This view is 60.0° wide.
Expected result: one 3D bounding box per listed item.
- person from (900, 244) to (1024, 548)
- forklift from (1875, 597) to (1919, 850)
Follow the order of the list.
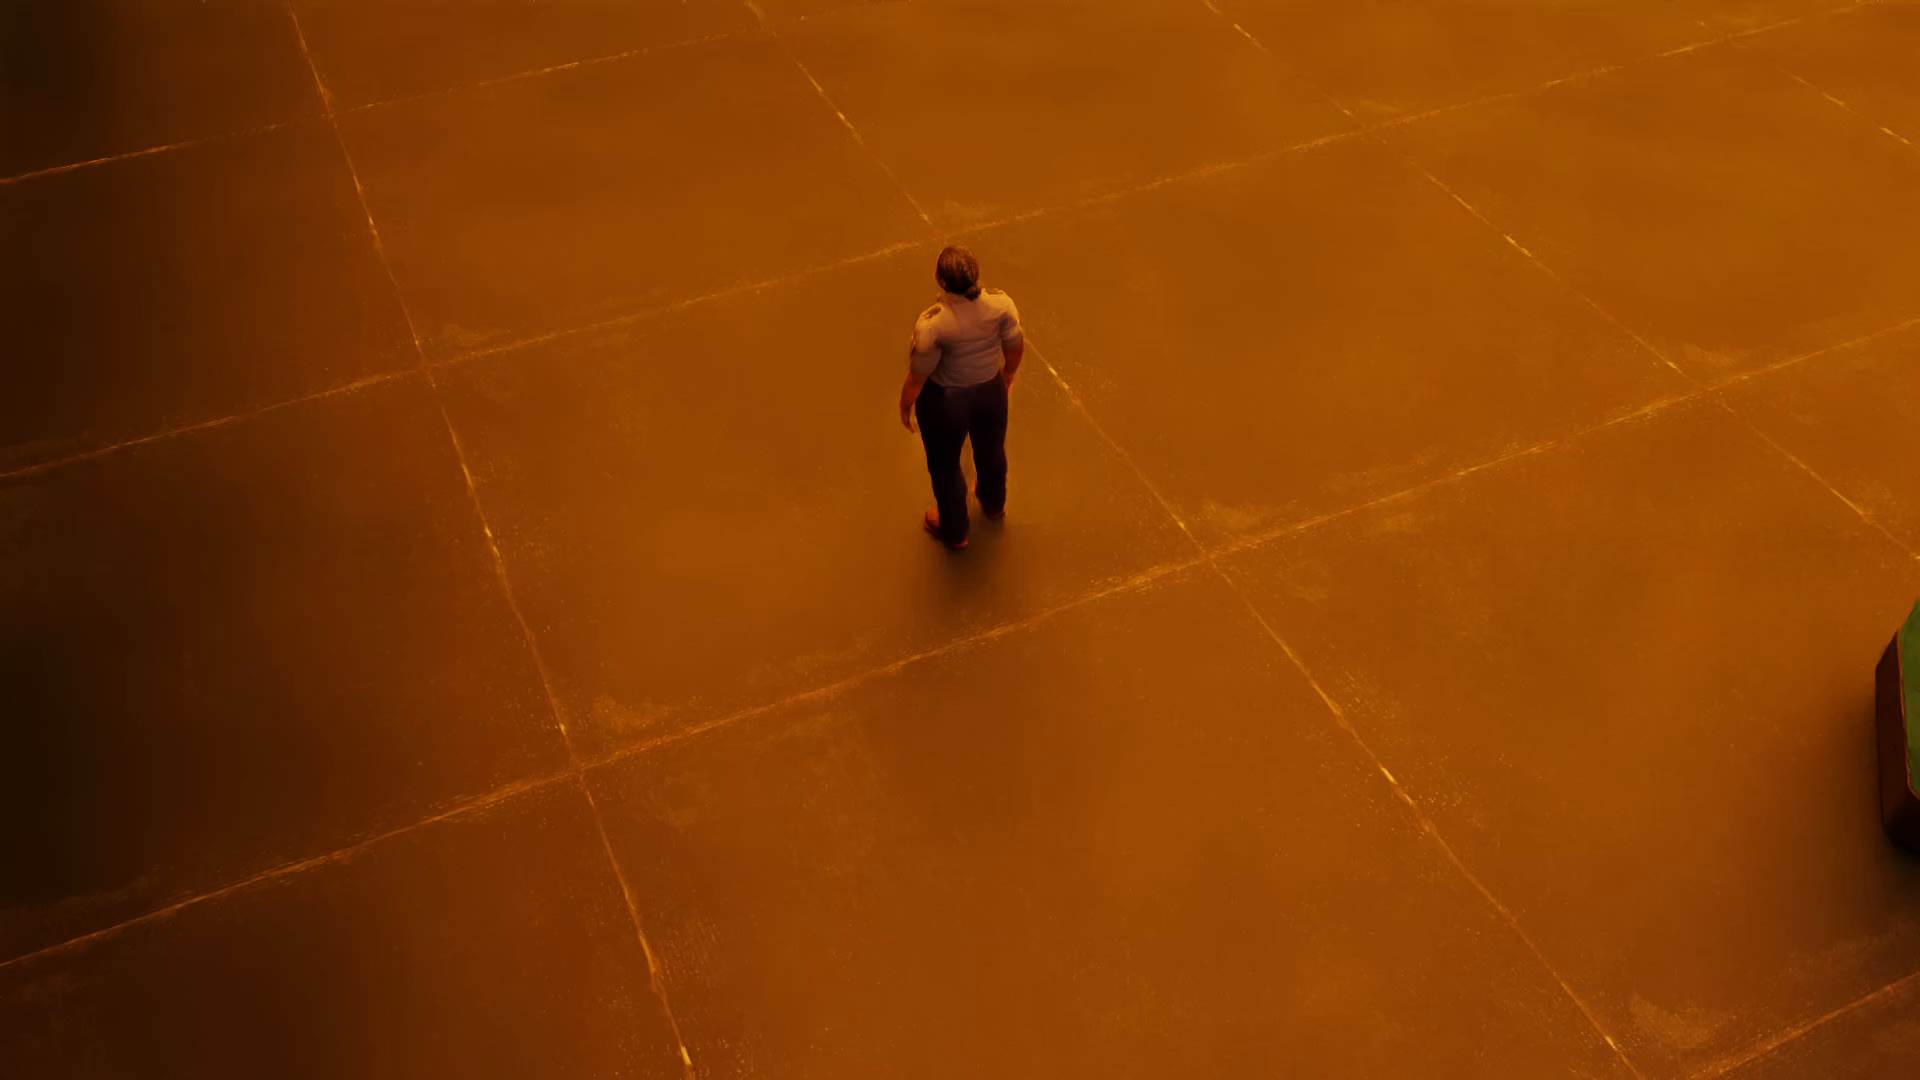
[{"bbox_3d":[-0.017,-0.670,7.328,0.599,1.650,0.502,-18,46,-18],"label":"person"},{"bbox_3d":[5.200,0.167,5.502,3.031,2.935,1.130,14,45,14],"label":"forklift"}]
